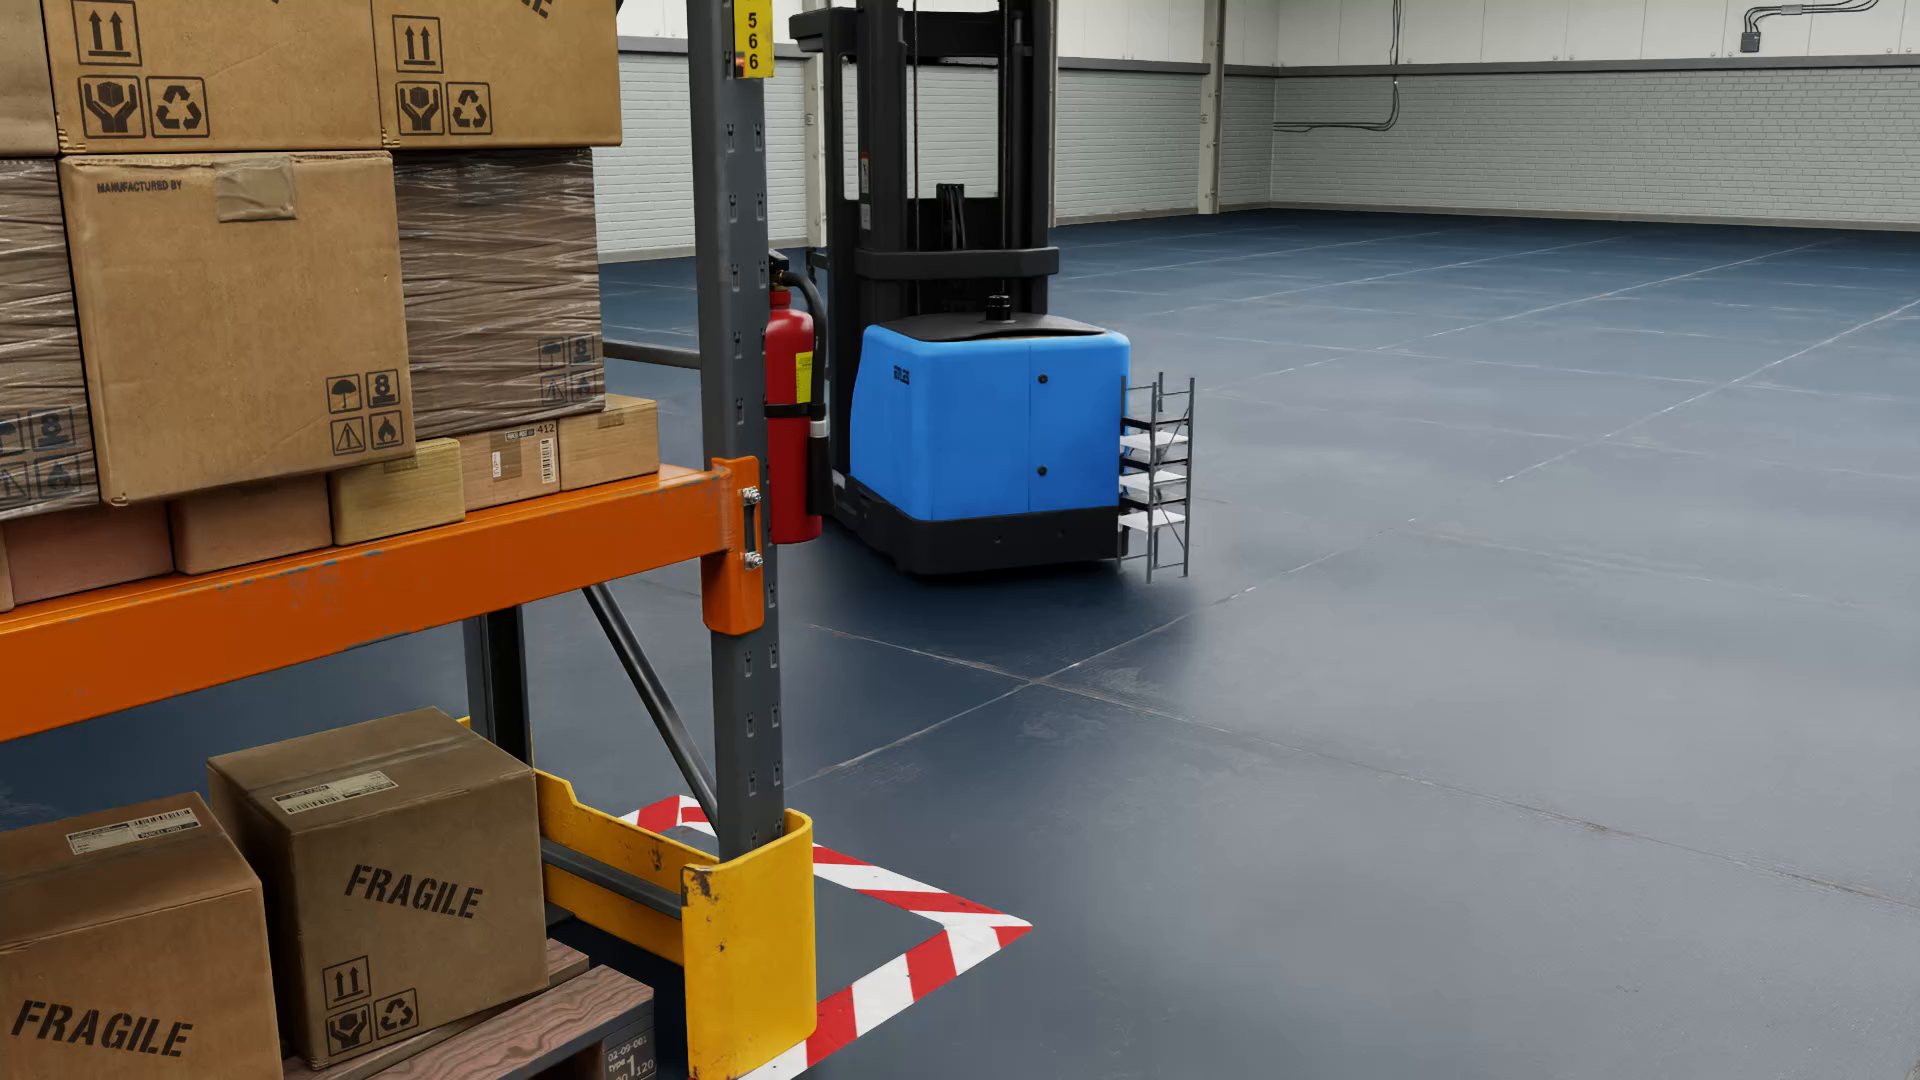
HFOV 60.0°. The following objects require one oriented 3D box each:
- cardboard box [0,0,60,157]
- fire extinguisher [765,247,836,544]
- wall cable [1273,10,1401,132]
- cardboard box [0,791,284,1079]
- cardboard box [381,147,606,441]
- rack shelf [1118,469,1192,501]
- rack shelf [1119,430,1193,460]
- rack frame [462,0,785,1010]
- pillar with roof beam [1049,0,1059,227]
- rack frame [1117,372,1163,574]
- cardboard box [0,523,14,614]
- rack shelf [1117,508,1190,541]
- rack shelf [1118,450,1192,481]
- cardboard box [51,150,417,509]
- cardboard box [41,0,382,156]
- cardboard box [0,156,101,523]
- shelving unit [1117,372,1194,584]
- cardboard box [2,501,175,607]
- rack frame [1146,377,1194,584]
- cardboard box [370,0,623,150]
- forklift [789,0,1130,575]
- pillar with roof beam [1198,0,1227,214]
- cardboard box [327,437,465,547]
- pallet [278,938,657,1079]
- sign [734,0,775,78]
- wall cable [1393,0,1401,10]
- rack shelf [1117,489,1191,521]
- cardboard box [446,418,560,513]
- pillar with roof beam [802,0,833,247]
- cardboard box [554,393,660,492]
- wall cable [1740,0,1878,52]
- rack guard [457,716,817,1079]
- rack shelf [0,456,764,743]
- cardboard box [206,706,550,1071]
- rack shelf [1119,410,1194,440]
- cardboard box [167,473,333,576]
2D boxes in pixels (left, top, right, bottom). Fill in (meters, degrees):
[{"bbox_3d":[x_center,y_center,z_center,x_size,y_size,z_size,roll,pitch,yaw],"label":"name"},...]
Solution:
[{"bbox_3d":[-1.593,-0.765,2.203,0.500,0.500,0.500,11,18,38],"label":"cardboard box"},{"bbox_3d":[-0.383,-0.336,3.511,0.296,0.674,0.183,11,18,38],"label":"fire extinguisher"},{"bbox_3d":[8.212,-10.238,36.452,3.097,2.526,0.112,11,18,38],"label":"wall cable"},{"bbox_3d":[-1.568,0.822,3.020,0.500,0.500,0.500,-10,17,-35],"label":"cardboard box"},{"bbox_3d":[-1.180,-0.515,3.249,0.875,0.500,0.500,11,18,38],"label":"cardboard box"},{"bbox_3d":[0.866,-0.246,7.398,0.258,0.077,0.200,-10,17,-34],"label":"rack shelf"},{"bbox_3d":[0.866,-0.420,7.354,0.258,0.077,0.200,-10,17,-34],"label":"rack shelf"},{"bbox_3d":[-0.813,-0.423,3.696,1.000,3.000,0.127,11,18,38],"label":"rack frame"},{"bbox_3d":[4.910,-9.568,27.509,9.100,9.000,0.400,11,18,38],"label":"pillar with roof beam"},{"bbox_3d":[0.807,-0.299,7.470,0.240,0.900,0.006,-10,17,-34],"label":"rack frame"},{"bbox_3d":[-1.605,0.027,2.434,0.380,0.149,0.250,11,18,38],"label":"cardboard box"},{"bbox_3d":[0.866,-0.071,7.443,0.258,0.077,0.200,-10,17,-34],"label":"rack shelf"},{"bbox_3d":[0.866,-0.333,7.376,0.258,0.077,0.200,-10,17,-34],"label":"rack shelf"},{"bbox_3d":[-1.401,-0.400,2.799,0.875,0.500,0.500,11,18,38],"label":"cardboard box"},{"bbox_3d":[-1.277,-0.860,2.578,0.500,0.500,0.500,11,18,38],"label":"cardboard box"},{"bbox_3d":[-1.749,-0.311,2.448,0.875,0.500,0.500,11,18,38],"label":"cardboard box"},{"bbox_3d":[0.866,-0.278,7.390,0.258,0.900,0.210,-10,17,-34],"label":"shelving unit"},{"bbox_3d":[-1.465,-0.024,2.636,0.380,0.149,0.250,11,18,38],"label":"cardboard box"},{"bbox_3d":[0.925,-0.258,7.310,0.240,0.900,0.006,-10,17,-34],"label":"rack frame"},{"bbox_3d":[-0.967,-0.957,2.959,0.500,0.500,0.500,11,18,38],"label":"cardboard box"},{"bbox_3d":[-0.208,-1.585,8.409,1.130,2.935,3.031,-5,15,-19],"label":"forklift"},{"bbox_3d":[8.681,-10.717,32.032,9.100,9.000,0.400,11,18,38],"label":"pillar with roof beam"},{"bbox_3d":[-1.107,-0.111,2.978,0.380,0.149,0.250,11,18,38],"label":"cardboard box"},{"bbox_3d":[-1.399,1.093,3.391,1.003,0.211,1.213,11,18,38],"label":"pallet"},{"bbox_3d":[-0.394,-1.048,3.161,0.100,0.325,0.005,11,18,38],"label":"sign"},{"bbox_3d":[10.317,-12.267,34.183,3.097,2.526,0.112,11,18,38],"label":"wall cable"},{"bbox_3d":[0.866,-0.159,7.420,0.258,0.077,0.200,-10,17,-34],"label":"rack shelf"},{"bbox_3d":[-0.989,-0.167,3.198,0.380,0.149,0.250,11,18,38],"label":"cardboard box"},{"bbox_3d":[1.139,-8.419,22.986,9.100,9.000,0.400,11,18,38],"label":"pillar with roof beam"},{"bbox_3d":[-0.832,-0.215,3.386,0.380,0.149,0.250,11,18,38],"label":"cardboard box"},{"bbox_3d":[15.586,-11.919,29.856,2.305,6.003,0.169,11,18,38],"label":"wall cable"},{"bbox_3d":[-0.861,0.803,3.946,1.175,0.500,0.348,11,18,38],"label":"rack guard"},{"bbox_3d":[-2.070,0.309,2.277,1.077,0.370,4.000,11,18,38],"label":"rack shelf"},{"bbox_3d":[-1.219,0.702,3.491,0.500,0.500,0.500,-12,18,-39],"label":"cardboard box"},{"bbox_3d":[0.866,-0.507,7.332,0.258,0.077,0.200,-10,17,-34],"label":"rack shelf"},{"bbox_3d":[-1.276,-0.066,2.799,0.380,0.149,0.250,11,18,38],"label":"cardboard box"}]
